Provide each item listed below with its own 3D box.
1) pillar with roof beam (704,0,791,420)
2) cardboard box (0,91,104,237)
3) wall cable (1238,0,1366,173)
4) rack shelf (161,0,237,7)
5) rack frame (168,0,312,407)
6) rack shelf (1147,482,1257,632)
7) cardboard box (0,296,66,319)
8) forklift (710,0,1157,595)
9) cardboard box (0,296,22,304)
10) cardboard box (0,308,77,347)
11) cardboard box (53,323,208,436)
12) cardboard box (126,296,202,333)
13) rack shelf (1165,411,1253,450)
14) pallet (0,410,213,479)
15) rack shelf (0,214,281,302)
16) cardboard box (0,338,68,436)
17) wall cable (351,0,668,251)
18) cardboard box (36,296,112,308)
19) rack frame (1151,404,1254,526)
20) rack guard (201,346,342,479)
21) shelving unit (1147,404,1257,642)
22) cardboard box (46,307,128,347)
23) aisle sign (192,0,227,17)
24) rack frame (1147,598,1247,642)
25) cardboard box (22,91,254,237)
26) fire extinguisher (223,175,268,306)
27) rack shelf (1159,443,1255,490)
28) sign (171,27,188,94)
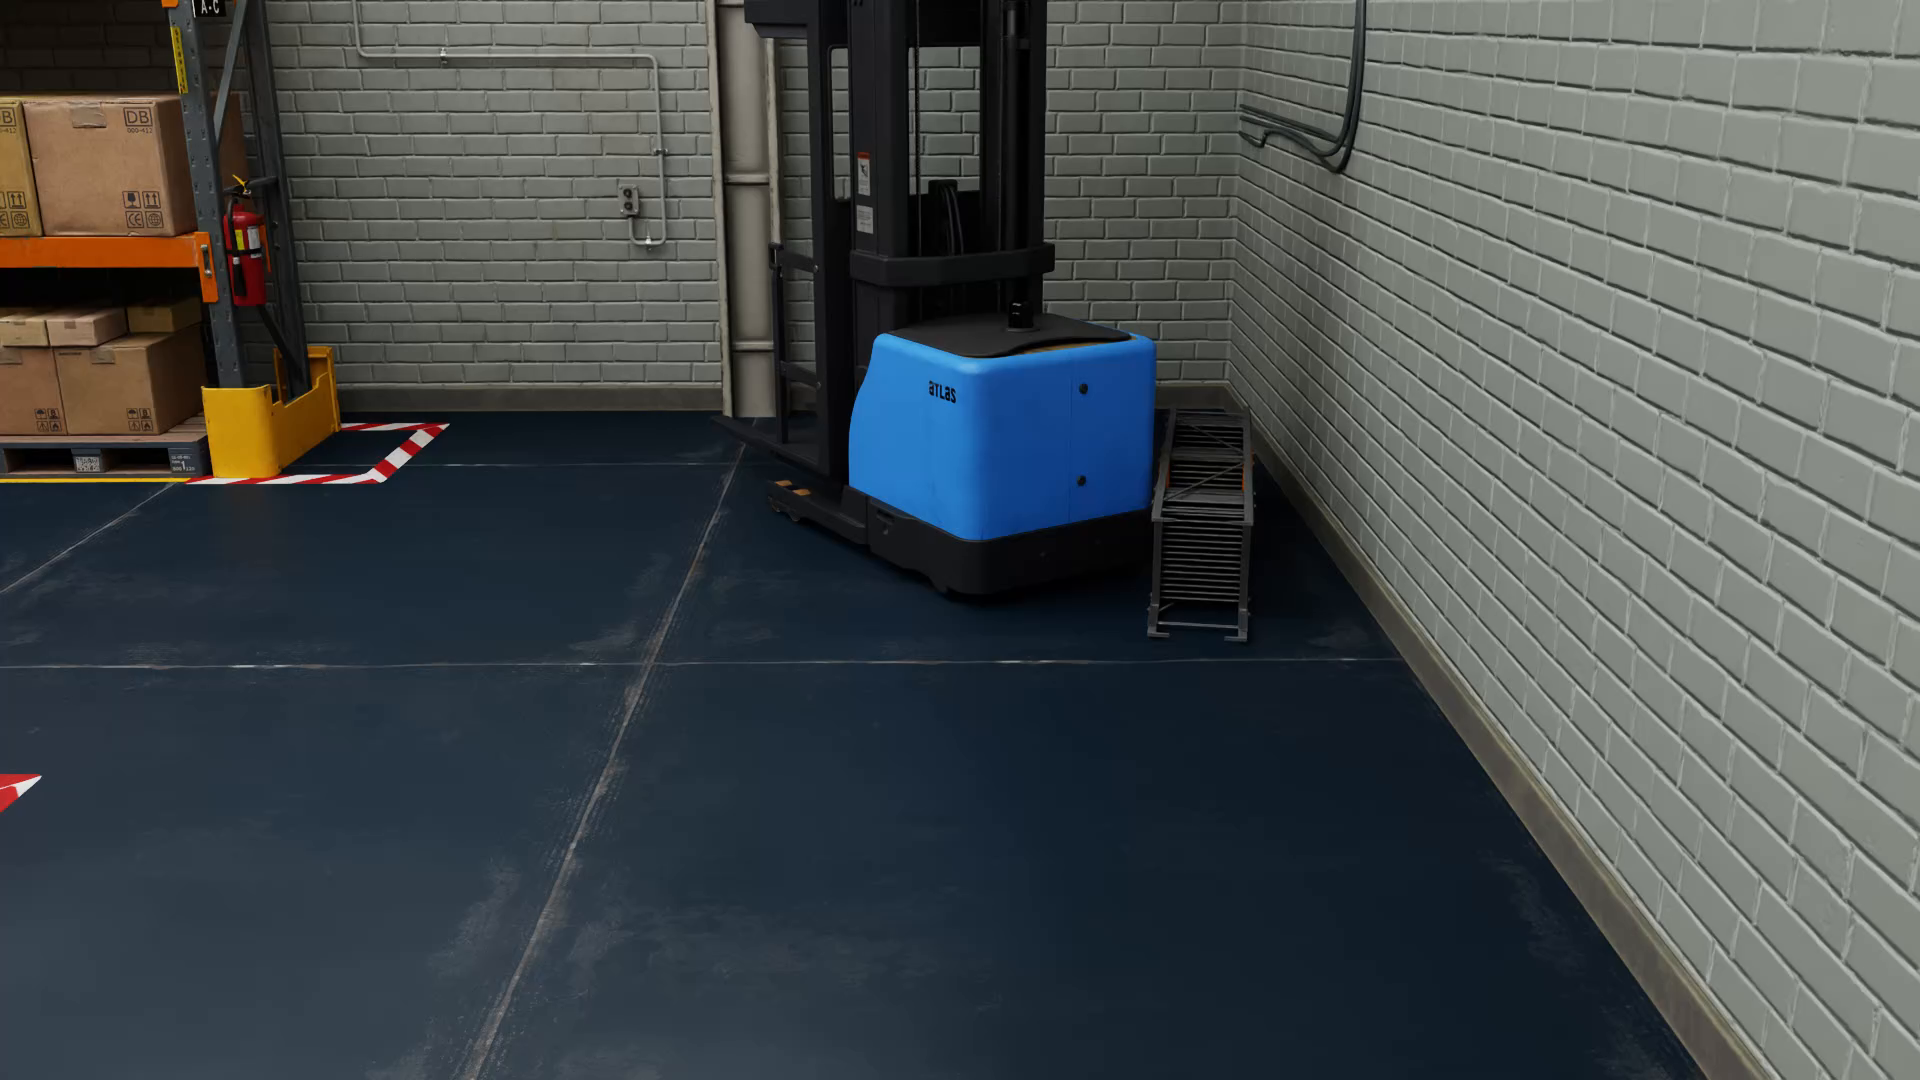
[{"bbox_3d":[-1.212,-3.762,5.044,0.400,9.000,9.100,0,18,-1],"label":"pillar with roof beam"},{"bbox_3d":[-5.203,-2.074,9.110,0.700,0.700,0.980,0,18,-1],"label":"cardboard box"},{"bbox_3d":[1.695,-3.240,8.498,0.112,2.526,3.097,0,18,-1],"label":"wall cable"},{"bbox_3d":[-5.966,-3.019,8.817,4.000,0.370,1.077,0,18,-1],"label":"rack shelf"},{"bbox_3d":[-3.966,-1.943,9.195,0.127,3.000,1.000,0,18,-1],"label":"rack frame"},{"bbox_3d":[1.012,0.063,6.976,0.431,0.480,0.518,3,17,9],"label":"rack shelf"},{"bbox_3d":[-5.299,-1.286,9.488,0.250,0.149,0.380,0,18,0],"label":"cardboard box"},{"bbox_3d":[-0.336,-1.556,8.099,1.130,2.935,3.031,-11,21,-31],"label":"forklift"},{"bbox_3d":[-5.554,-1.284,9.484,0.250,0.149,0.380,0,18,0],"label":"cardboard box"},{"bbox_3d":[-5.045,-1.170,9.128,0.250,0.149,0.380,0,18,1],"label":"cardboard box"},{"bbox_3d":[-4.664,-0.919,9.407,0.500,0.500,0.700,0,18,-1],"label":"cardboard box"},{"bbox_3d":[-4.542,-1.290,9.500,0.250,0.149,0.380,0,18,0],"label":"cardboard box"},{"bbox_3d":[1.233,-0.348,8.296,0.431,0.480,0.518,3,17,9],"label":"rack shelf"},{"bbox_3d":[-4.764,-0.588,9.534,1.213,0.211,1.003,0,18,-1],"label":"pallet"},{"bbox_3d":[-5.966,-1.591,9.275,4.000,0.370,1.077,0,18,-1],"label":"rack shelf"},{"bbox_3d":[-5.165,-0.917,9.399,0.500,0.500,0.700,0,18,-1],"label":"cardboard box"},{"bbox_3d":[-2.701,-2.722,9.960,1.851,1.984,0.084,0,18,-1],"label":"wall cable"},{"bbox_3d":[-5.049,-1.287,9.492,0.250,0.149,0.380,0,18,-1],"label":"cardboard box"},{"bbox_3d":[1.125,-0.380,7.576,0.400,0.015,2.100,3,17,9],"label":"rack frame"},{"bbox_3d":[-3.942,-0.753,9.577,0.348,0.500,1.175,0,18,-1],"label":"rack guard"},{"bbox_3d":[1.125,-0.147,7.649,0.431,0.503,2.100,3,17,9],"label":"shelving unit"},{"bbox_3d":[-4.790,-1.172,9.132,0.250,0.149,0.380,0,18,-2],"label":"cardboard box"},{"bbox_3d":[-3.889,-3.090,8.513,0.004,0.787,0.394,0,18,-1],"label":"aisle sign"},{"bbox_3d":[1.124,0.086,7.721,0.400,0.015,2.100,3,17,9],"label":"rack frame"},{"bbox_3d":[-4.476,-2.081,9.132,0.700,0.700,0.980,1,18,2],"label":"cardboard box"},{"bbox_3d":[-3.808,-1.589,8.827,0.183,0.674,0.296,0,18,-1],"label":"fire extinguisher"},{"bbox_3d":[1.122,-0.143,7.636,0.431,0.480,0.518,3,17,9],"label":"rack shelf"},{"bbox_3d":[-3.971,-2.442,8.465,0.005,0.325,0.100,0,18,-1],"label":"sign"}]
